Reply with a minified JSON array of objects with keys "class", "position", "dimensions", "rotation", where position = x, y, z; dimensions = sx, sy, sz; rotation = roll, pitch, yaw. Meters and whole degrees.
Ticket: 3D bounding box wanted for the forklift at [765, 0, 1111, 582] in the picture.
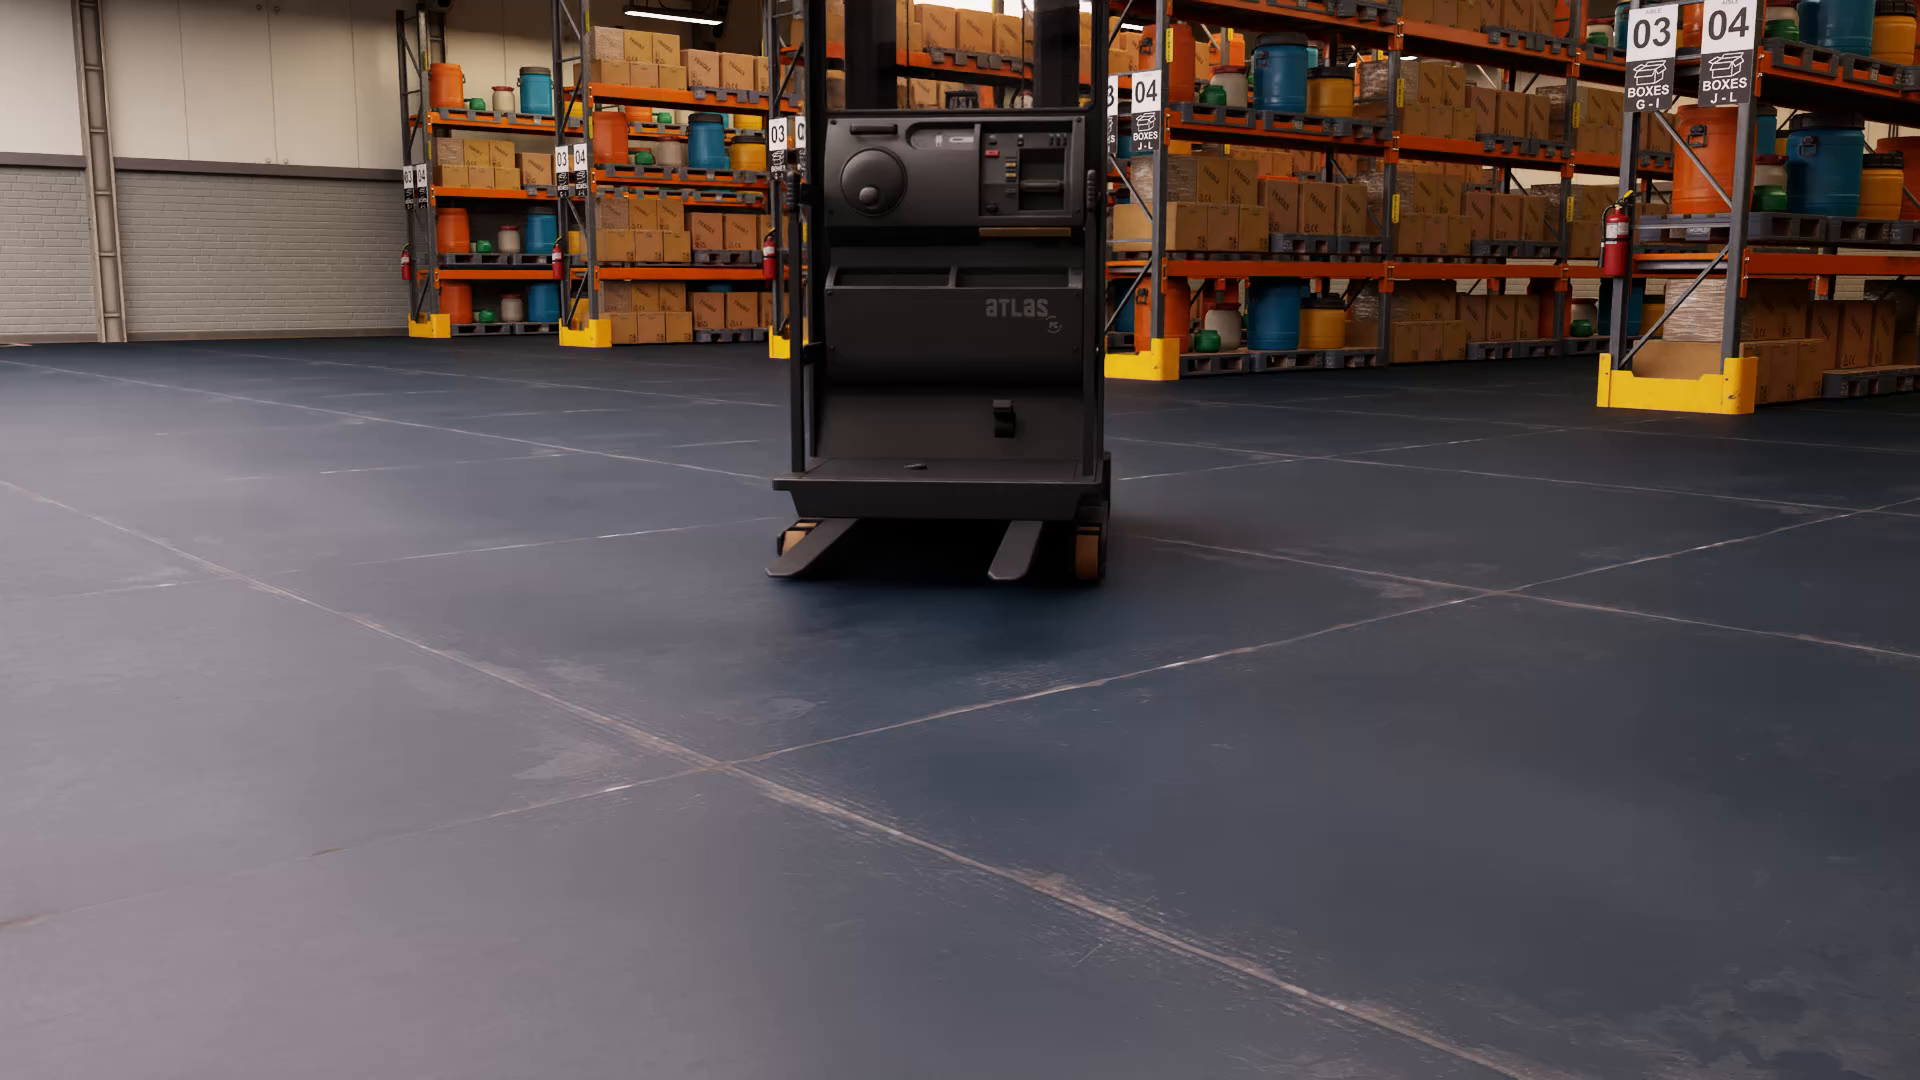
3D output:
[{"class":"forklift","position":[-0.037,-1.359,5.737],"dimensions":[1.130,2.935,3.031],"rotation":[1,9,5]}]
